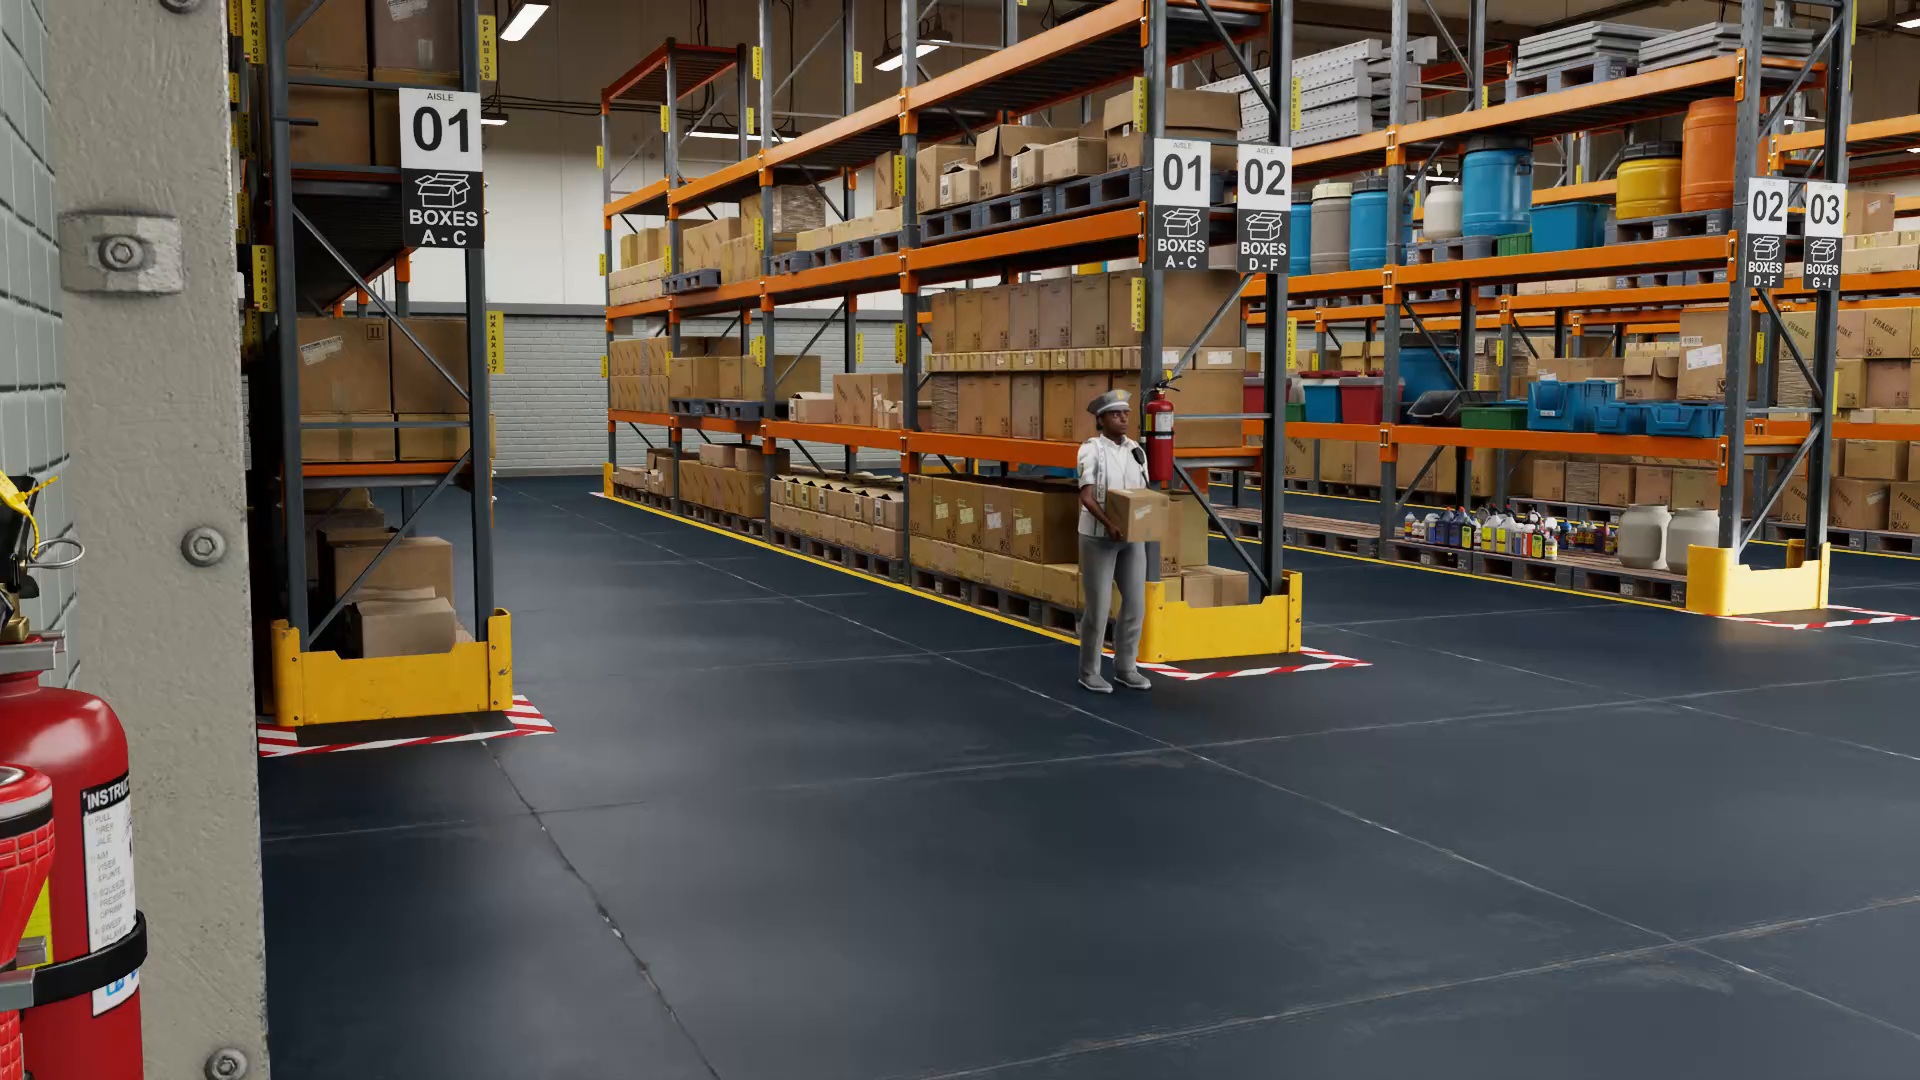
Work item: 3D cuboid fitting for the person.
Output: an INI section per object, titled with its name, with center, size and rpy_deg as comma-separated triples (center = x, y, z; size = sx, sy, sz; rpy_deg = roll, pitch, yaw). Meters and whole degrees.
[person]
center = 0.893, 0.001, 9.317
size = 0.450, 1.688, 0.535
rpy_deg = -3, 6, -25
